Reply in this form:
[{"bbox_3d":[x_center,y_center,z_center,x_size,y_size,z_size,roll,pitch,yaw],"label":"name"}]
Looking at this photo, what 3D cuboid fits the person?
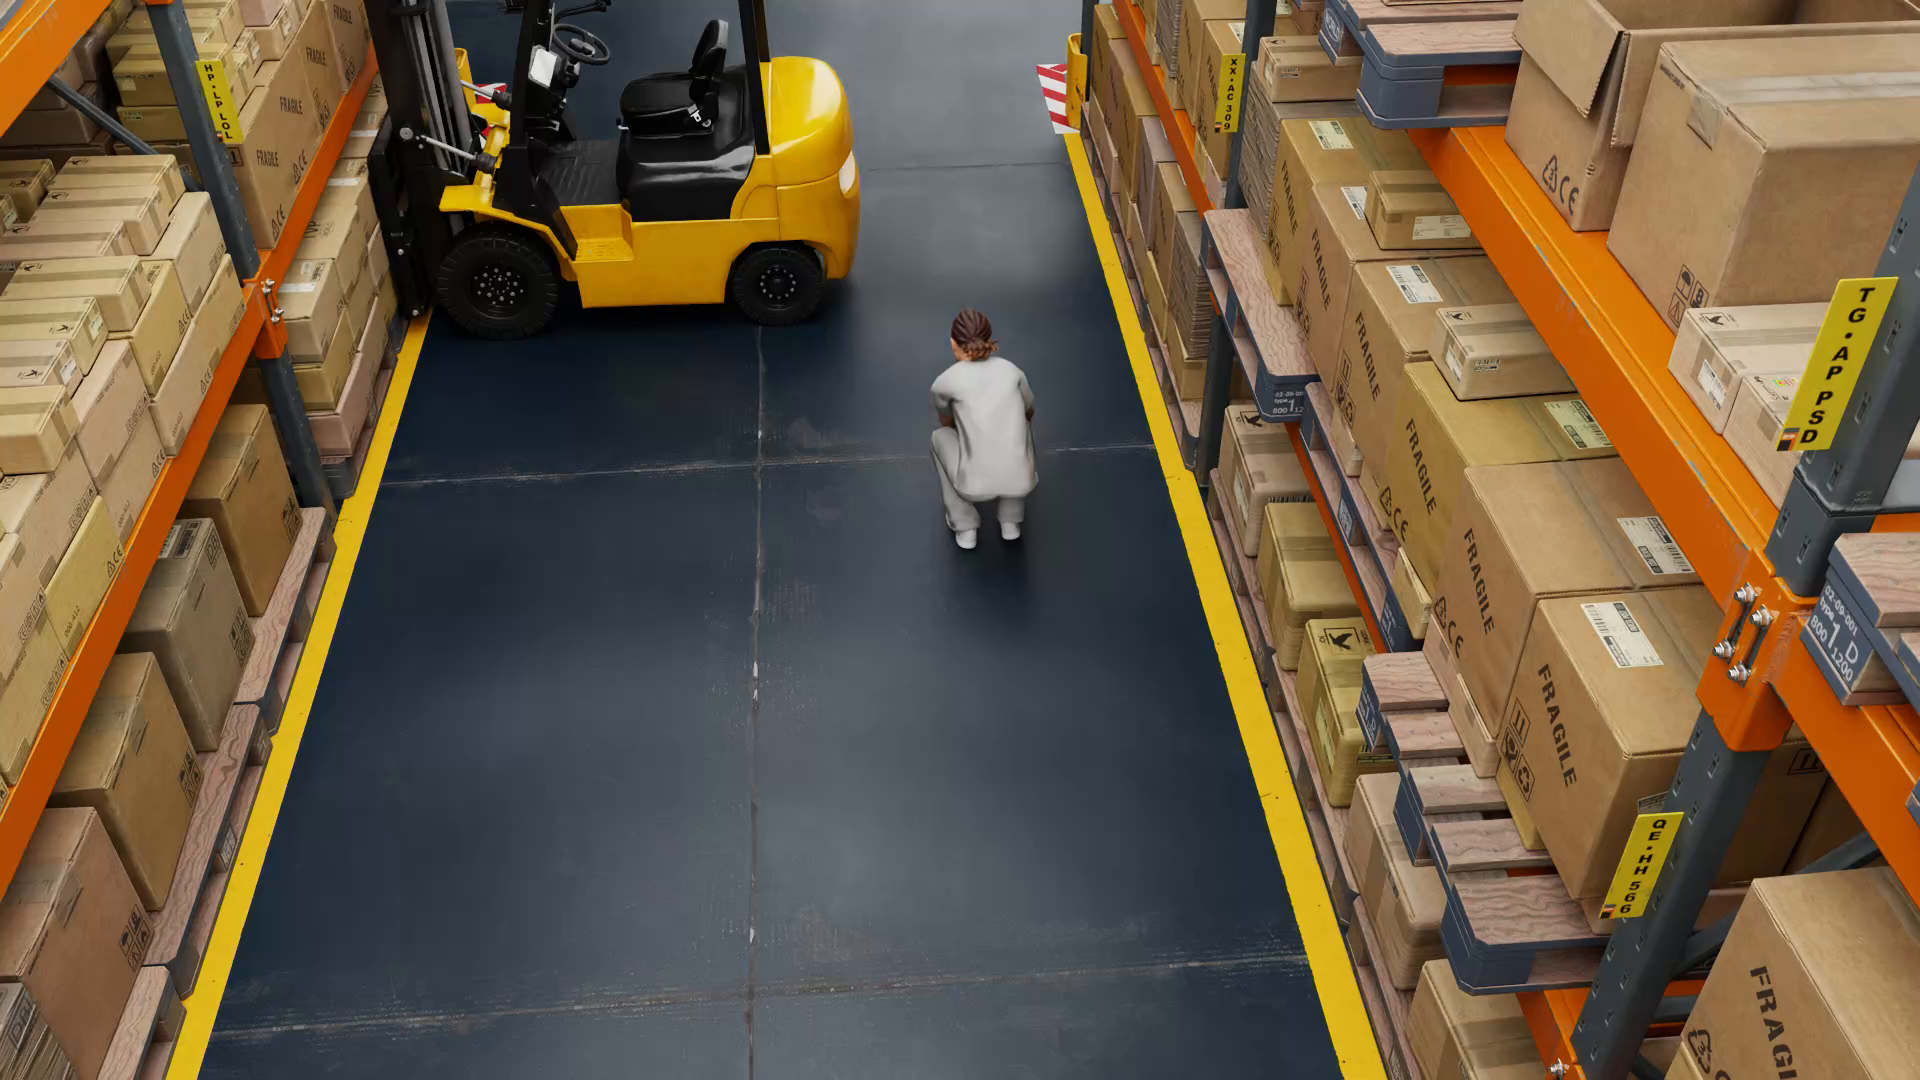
[{"bbox_3d":[0.112,-0.495,7.343,0.482,0.950,0.782,-4,39,-4],"label":"person"}]
